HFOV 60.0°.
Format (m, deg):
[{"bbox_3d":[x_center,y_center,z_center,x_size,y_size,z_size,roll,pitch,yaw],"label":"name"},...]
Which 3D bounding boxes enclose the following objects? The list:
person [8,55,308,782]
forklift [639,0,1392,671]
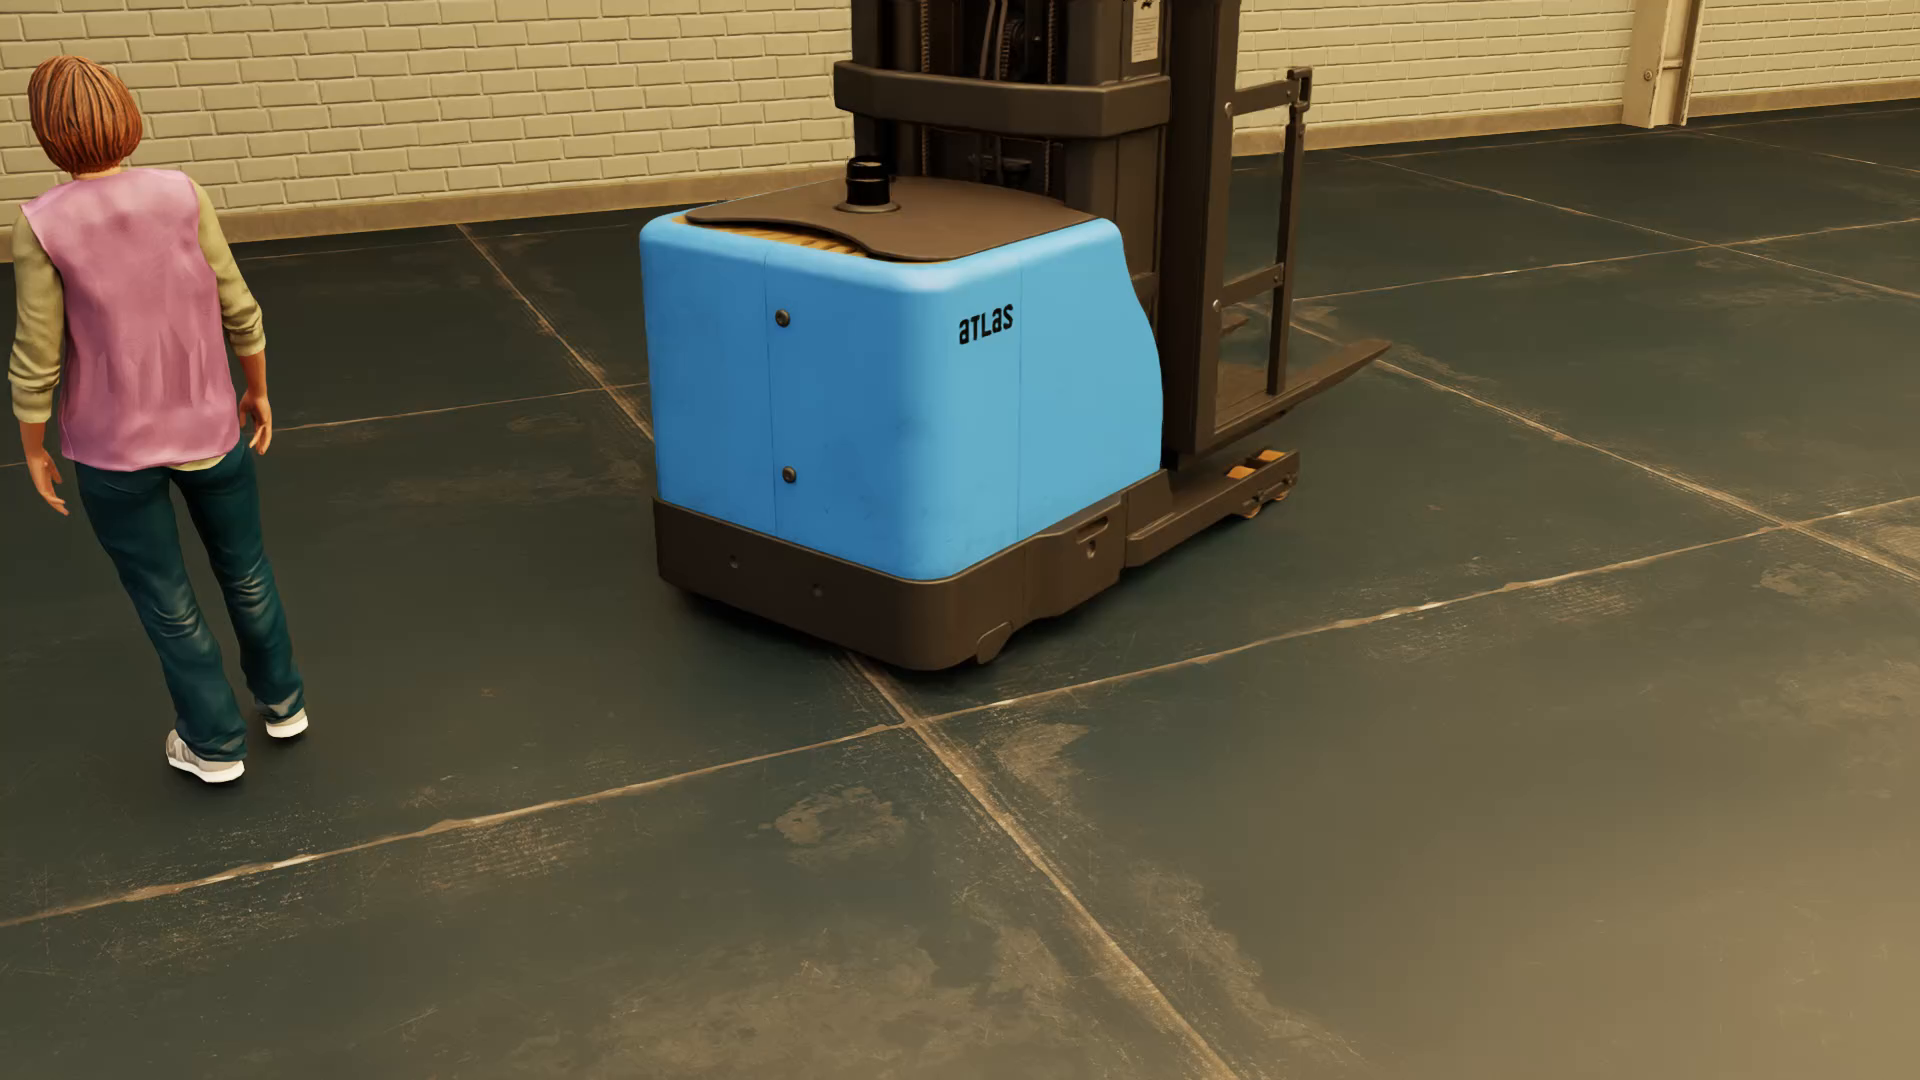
[{"bbox_3d":[-1.724,-0.222,3.542,0.518,1.597,0.476,-18,29,-37],"label":"person"},{"bbox_3d":[0.453,-1.526,4.958,1.130,2.935,3.031,17,28,35],"label":"forklift"}]
